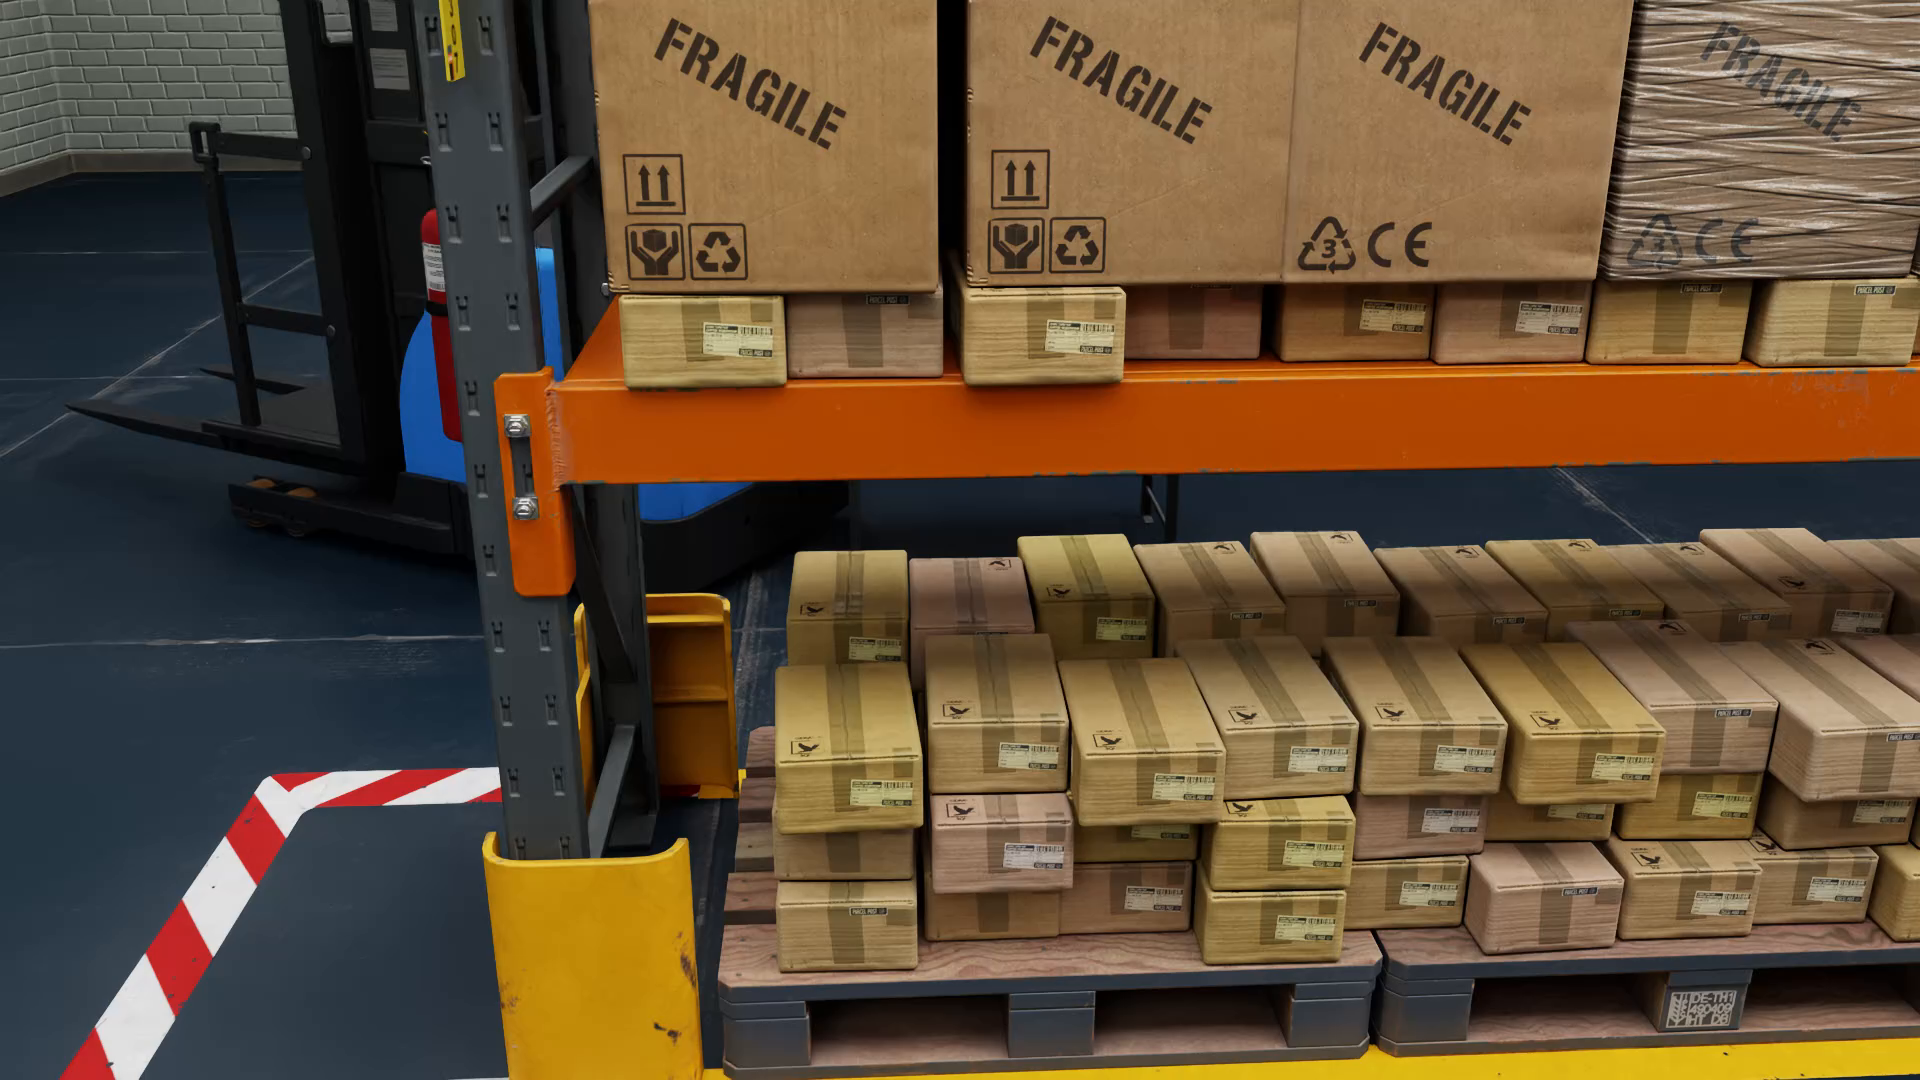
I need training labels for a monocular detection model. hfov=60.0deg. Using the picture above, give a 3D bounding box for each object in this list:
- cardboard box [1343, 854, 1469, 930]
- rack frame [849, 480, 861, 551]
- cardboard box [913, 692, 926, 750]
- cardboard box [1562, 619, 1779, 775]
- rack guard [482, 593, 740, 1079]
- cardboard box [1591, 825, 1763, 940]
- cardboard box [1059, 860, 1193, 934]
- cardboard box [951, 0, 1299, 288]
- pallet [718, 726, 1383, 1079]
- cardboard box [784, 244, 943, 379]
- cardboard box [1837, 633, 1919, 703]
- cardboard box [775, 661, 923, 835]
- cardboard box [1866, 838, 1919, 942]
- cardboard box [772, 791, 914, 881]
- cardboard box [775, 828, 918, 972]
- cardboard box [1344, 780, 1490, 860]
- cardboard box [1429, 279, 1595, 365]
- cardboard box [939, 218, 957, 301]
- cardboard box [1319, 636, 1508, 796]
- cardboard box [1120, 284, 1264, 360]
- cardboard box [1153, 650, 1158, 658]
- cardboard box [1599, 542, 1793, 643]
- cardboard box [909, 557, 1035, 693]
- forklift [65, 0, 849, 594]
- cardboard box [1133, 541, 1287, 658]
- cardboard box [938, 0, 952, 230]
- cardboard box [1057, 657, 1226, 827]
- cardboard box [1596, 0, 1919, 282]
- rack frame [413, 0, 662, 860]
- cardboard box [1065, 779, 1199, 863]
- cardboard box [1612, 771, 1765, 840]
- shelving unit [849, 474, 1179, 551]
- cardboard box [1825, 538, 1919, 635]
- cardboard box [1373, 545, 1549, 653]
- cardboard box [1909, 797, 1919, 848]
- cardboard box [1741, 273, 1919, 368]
[{"bbox_3d":[0.807,0.593,3.263,0.250,0.149,0.380,-1,21,-3],"label":"cardboard box"},{"bbox_3d":[-0.348,-0.681,5.301,0.032,1.500,0.500,-1,21,-3],"label":"rack frame"},{"bbox_3d":[0.025,0.300,3.615,0.250,0.149,0.380,-2,21,-4],"label":"cardboard box"},{"bbox_3d":[1.351,0.297,3.206,0.250,0.149,0.380,-1,21,-3],"label":"cardboard box"},{"bbox_3d":[-0.673,0.568,3.426,0.348,0.500,1.175,-1,21,-3],"label":"rack guard"},{"bbox_3d":[1.336,0.604,3.234,0.250,0.149,0.380,-1,21,-3],"label":"cardboard box"},{"bbox_3d":[0.296,0.599,3.249,0.250,0.149,0.380,-1,21,-2],"label":"cardboard box"},{"bbox_3d":[0.248,-0.715,2.725,0.500,0.500,0.500,-1,21,-3],"label":"cardboard box"},{"bbox_3d":[0.140,0.699,3.488,1.213,0.211,1.003,-1,21,-3],"label":"pallet"},{"bbox_3d":[-0.155,-0.391,2.786,0.250,0.149,0.380,0,21,-1],"label":"cardboard box"},{"bbox_3d":[1.874,0.321,3.143,0.250,0.149,0.380,-2,21,-6],"label":"cardboard box"},{"bbox_3d":[-0.207,0.370,3.015,0.250,0.149,0.380,-2,21,-6],"label":"cardboard box"},{"bbox_3d":[1.839,0.606,3.229,0.250,0.149,0.380,-1,21,-3],"label":"cardboard box"},{"bbox_3d":[-0.212,0.479,3.145,0.250,0.149,0.380,0,21,-1],"label":"cardboard box"},{"bbox_3d":[-0.208,0.641,3.139,0.250,0.149,0.380,-1,21,-2],"label":"cardboard box"},{"bbox_3d":[0.826,0.451,3.218,0.250,0.149,0.380,-2,21,-6],"label":"cardboard box"},{"bbox_3d":[0.887,-0.423,2.870,0.250,0.149,0.380,-2,21,-4],"label":"cardboard box"},{"bbox_3d":[0.060,-0.590,3.309,0.250,0.149,0.380,-1,21,-4],"label":"cardboard box"},{"bbox_3d":[0.841,0.325,3.132,0.250,0.149,0.380,0,21,-1],"label":"cardboard box"},{"bbox_3d":[0.367,-0.431,2.892,0.250,0.149,0.380,0,21,-1],"label":"cardboard box"},{"bbox_3d":[0.554,0.306,3.599,0.250,0.149,0.380,-1,21,-4],"label":"cardboard box"},{"bbox_3d":[1.575,0.143,3.609,0.250,0.149,0.380,-2,21,-5],"label":"cardboard box"},{"bbox_3d":[0.019,0.174,3.528,0.250,0.149,0.380,-1,21,-2],"label":"cardboard box"},{"bbox_3d":[-1.931,-1.533,5.528,3.031,2.935,1.130,11,23,26],"label":"forklift"},{"bbox_3d":[0.532,0.141,3.615,0.250,0.149,0.380,-2,21,-5],"label":"cardboard box"},{"bbox_3d":[0.199,-0.893,3.193,0.500,0.500,0.500,-1,21,-4],"label":"cardboard box"},{"bbox_3d":[0.320,0.362,3.036,0.250,0.149,0.380,-1,21,-3],"label":"cardboard box"},{"bbox_3d":[1.246,-0.733,2.772,0.500,0.500,0.500,-2,21,-4],"label":"cardboard box"},{"bbox_3d":[-0.749,-0.598,2.977,0.127,3.000,1.000,-1,21,-3],"label":"rack frame"},{"bbox_3d":[0.304,0.457,3.203,0.250,0.149,0.380,-1,21,-2],"label":"cardboard box"},{"bbox_3d":[1.365,0.429,3.276,0.250,0.149,0.380,0,21,-1],"label":"cardboard box"},{"bbox_3d":[0.159,-0.692,5.331,1.048,1.500,0.538,-1,21,-3],"label":"shelving unit"},{"bbox_3d":[2.101,0.132,3.638,0.250,0.149,0.380,-2,21,-4],"label":"cardboard box"},{"bbox_3d":[1.067,0.150,3.592,0.250,0.149,0.380,-2,21,-5],"label":"cardboard box"},{"bbox_3d":[1.903,0.441,3.246,0.250,0.149,0.380,-1,21,-2],"label":"cardboard box"},{"bbox_3d":[1.416,-0.416,2.851,0.250,0.149,0.380,-1,21,-2],"label":"cardboard box"}]
